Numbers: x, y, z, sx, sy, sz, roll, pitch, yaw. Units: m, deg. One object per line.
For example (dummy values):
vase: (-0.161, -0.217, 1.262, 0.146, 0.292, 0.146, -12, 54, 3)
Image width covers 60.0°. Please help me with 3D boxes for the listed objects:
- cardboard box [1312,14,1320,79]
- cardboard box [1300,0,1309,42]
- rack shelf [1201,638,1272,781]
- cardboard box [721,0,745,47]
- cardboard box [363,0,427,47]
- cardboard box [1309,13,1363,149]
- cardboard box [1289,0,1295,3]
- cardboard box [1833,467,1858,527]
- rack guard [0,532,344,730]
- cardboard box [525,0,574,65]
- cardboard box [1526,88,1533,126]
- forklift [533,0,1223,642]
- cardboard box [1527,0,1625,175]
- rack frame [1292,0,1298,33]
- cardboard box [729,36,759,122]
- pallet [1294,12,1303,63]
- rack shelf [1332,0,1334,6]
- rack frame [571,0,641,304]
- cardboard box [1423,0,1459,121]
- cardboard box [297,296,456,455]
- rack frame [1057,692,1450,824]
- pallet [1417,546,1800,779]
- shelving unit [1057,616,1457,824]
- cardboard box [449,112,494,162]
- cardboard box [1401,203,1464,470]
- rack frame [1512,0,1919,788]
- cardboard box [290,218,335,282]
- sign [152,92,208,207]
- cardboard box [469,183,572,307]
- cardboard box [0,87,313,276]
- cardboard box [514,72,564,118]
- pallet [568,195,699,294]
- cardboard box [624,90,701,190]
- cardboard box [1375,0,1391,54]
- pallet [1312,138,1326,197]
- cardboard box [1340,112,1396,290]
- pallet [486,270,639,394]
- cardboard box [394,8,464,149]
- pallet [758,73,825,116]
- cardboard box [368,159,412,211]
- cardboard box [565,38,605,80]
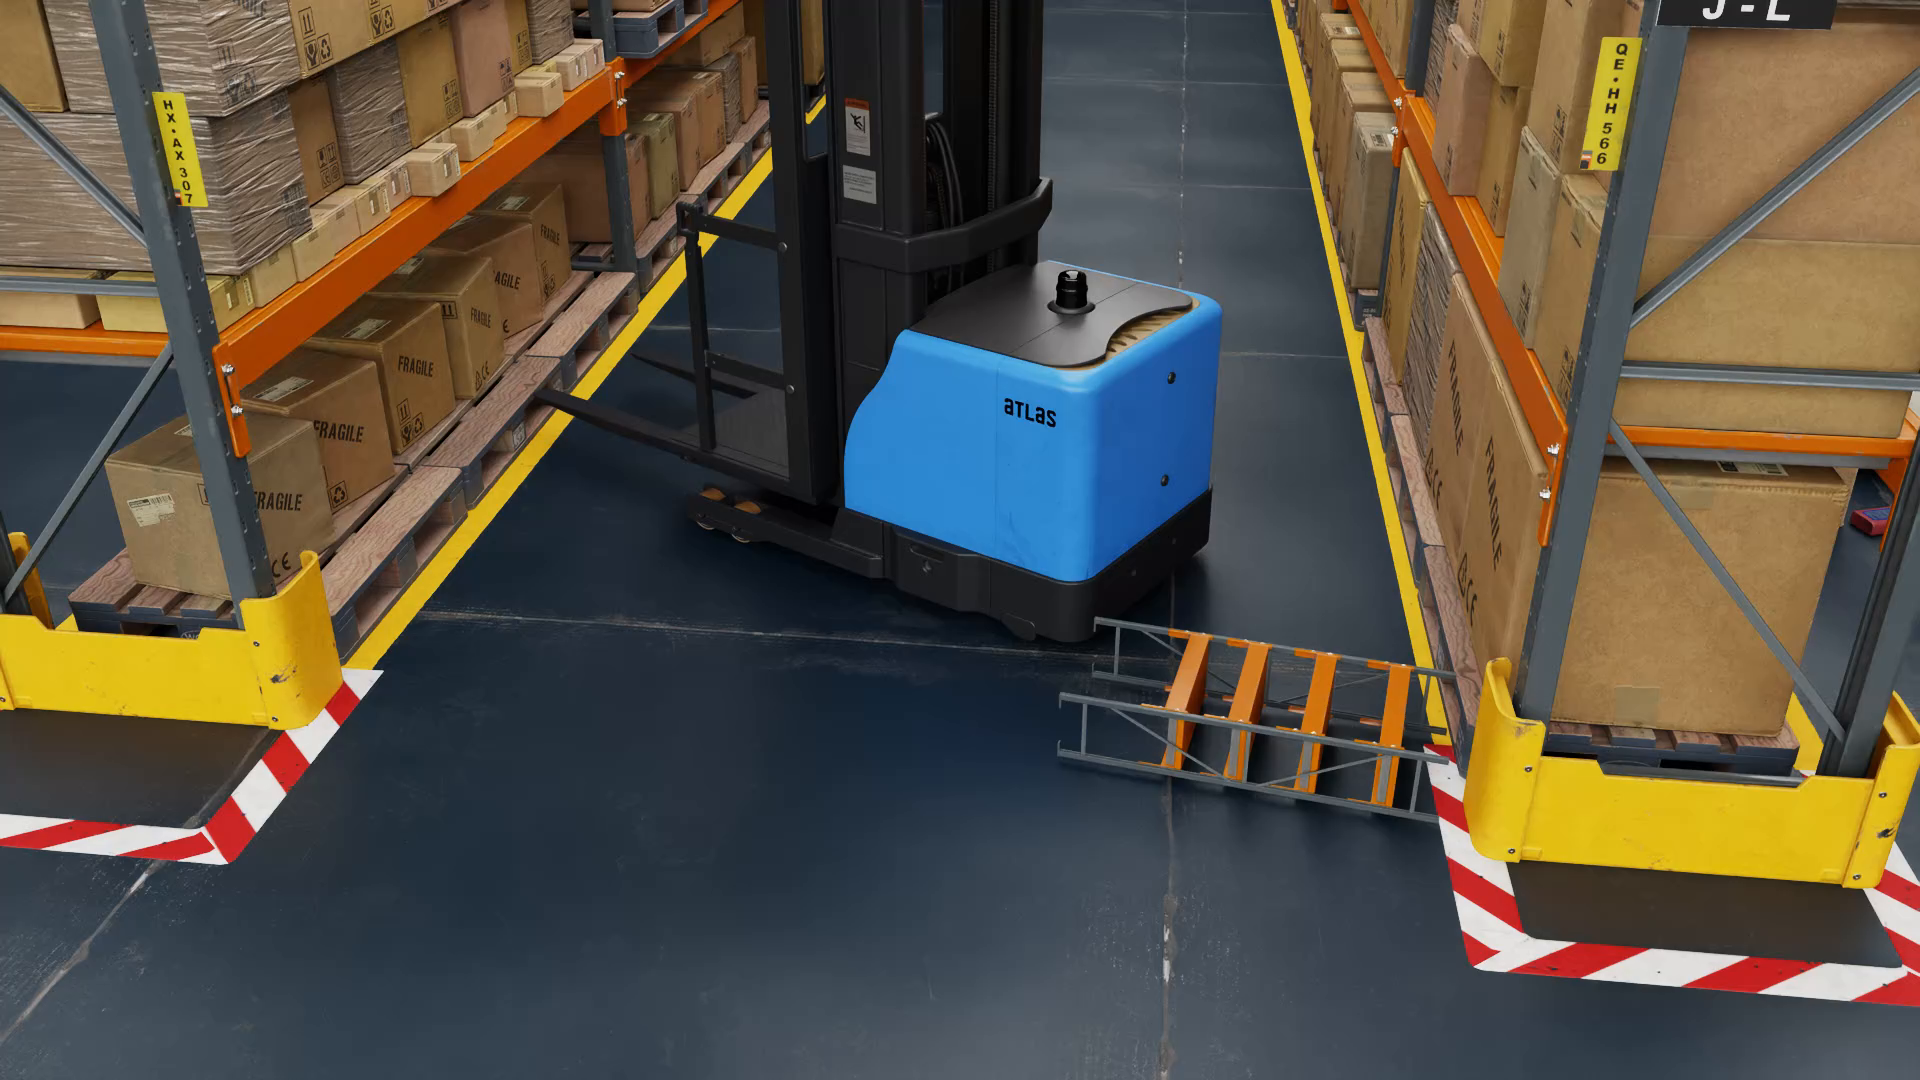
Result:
cardboard box: (3.018, -3.844, 12.915, 0.500, 0.500, 0.500, 4, 29, 8)
cardboard box: (3.203, -4.576, 14.274, 0.500, 0.500, 0.500, 5, 29, 8)
rack shelf: (0.899, 0.555, 5.409, 0.148, 0.258, 0.480, 8, 29, 15)
cardboard box: (-1.833, -3.632, 11.710, 0.500, 0.250, 0.500, 4, 29, 8)
cardboard box: (-2.295, -2.089, 5.991, 0.500, 0.500, 0.500, 3, 28, 6)
cardboard box: (2.966, -3.103, 11.277, 1.050, 0.750, 0.750, 3, 28, 6)
cardboard box: (3.329, -5.207, 15.816, 0.380, 0.149, 0.250, 4, 29, 7)
cardboard box: (3.468, -0.417, 6.995, 0.500, 0.500, 0.500, 8, 29, 15)
rack guard: (-2.752, 0.305, 5.658, 1.175, 0.500, 0.348, 3, 28, 6)
cardboard box: (-2.387, -2.610, 8.013, 0.875, 0.500, 0.500, 3, 28, 6)
cardboard box: (2.389, -1.184, 5.627, 0.875, 0.550, 0.550, 3, 28, 6)
forklift: (-0.507, -1.463, 6.376, 3.031, 2.935, 1.130, 19, 34, 31)
cardboard box: (2.209, -1.402, 4.894, 0.875, 0.550, 0.550, 3, 28, 6)
rack frame: (3.620, -6.073, 14.860, 1.000, 3.000, 0.127, 3, 28, 6)
cardboard box: (-1.843, -3.303, 11.889, 0.700, 0.500, 0.500, 2, 28, 4)
pallet: (3.526, -4.479, 14.841, 1.003, 0.211, 1.213, 3, 28, 6)
rack shelf: (3.375, -4.815, 13.283, 1.077, 0.370, 4.000, 3, 28, 6)
rack frame: (-2.271, -2.643, 8.493, 1.000, 3.000, 0.127, 3, 28, 6)
cardboard box: (2.606, -2.199, 7.511, 0.875, 0.550, 0.550, 3, 28, 6)
cardboard box: (-2.533, -0.714, 7.106, 0.500, 0.500, 0.500, 6, 29, 11)
rack frame: (0.891, 0.675, 5.186, 1.200, 0.240, 0.015, 8, 29, 15)
pallet: (2.170, 0.422, 5.743, 1.003, 0.211, 1.213, 3, 28, 6)
shelving unit: (0.963, 0.565, 5.392, 1.200, 0.258, 0.503, 8, 29, 15)
cardboard box: (-2.204, -1.709, 7.024, 0.380, 0.149, 0.250, 3, 28, 6)
cardboard box: (2.386, -0.840, 6.944, 0.875, 0.875, 0.875, 4, 29, 7)
rack frame: (2.149, -0.424, 4.375, 1.000, 3.000, 0.127, 3, 28, 6)
cardboard box: (-2.394, -1.003, 5.714, 0.380, 0.149, 0.250, 3, 28, 6)
sign: (-2.222, -1.110, 4.735, 0.100, 0.325, 0.005, 3, 28, 6)
cardboard box: (-2.360, -1.541, 8.641, 0.500, 0.500, 0.500, 3, 28, 5)
cardboard box: (-2.666, -1.192, 5.382, 0.875, 0.500, 0.500, 3, 28, 6)
cardboard box: (-2.056, -2.059, 7.674, 0.380, 0.149, 0.250, 3, 28, 6)
pallet: (-2.177, -1.782, 9.835, 1.003, 0.211, 1.213, 3, 28, 6)
cardboard box: (-2.029, -2.511, 10.420, 0.700, 0.500, 0.500, 1, 28, 2)
cardboard box: (2.500, -2.850, 8.772, 0.500, 0.500, 0.500, 3, 28, 6)
pallet: (2.958, -2.596, 11.346, 1.003, 0.211, 1.213, 3, 28, 6)
cardboard box: (2.626, -1.799, 8.856, 1.050, 0.750, 0.750, 3, 28, 6)
pallet: (-2.318, -1.097, 8.564, 1.003, 0.211, 1.213, 3, 28, 6)
cardboard box: (-2.547, -1.902, 6.699, 0.875, 0.500, 0.500, 3, 28, 6)
pallet: (-1.609, -3.665, 13.330, 1.003, 0.211, 1.213, 3, 28, 6)
cardboard box: (-2.343, -1.359, 6.374, 0.380, 0.149, 0.250, 3, 28, 6)
cardboard box: (-2.005, -2.414, 8.333, 0.380, 0.149, 0.250, 3, 28, 6)
